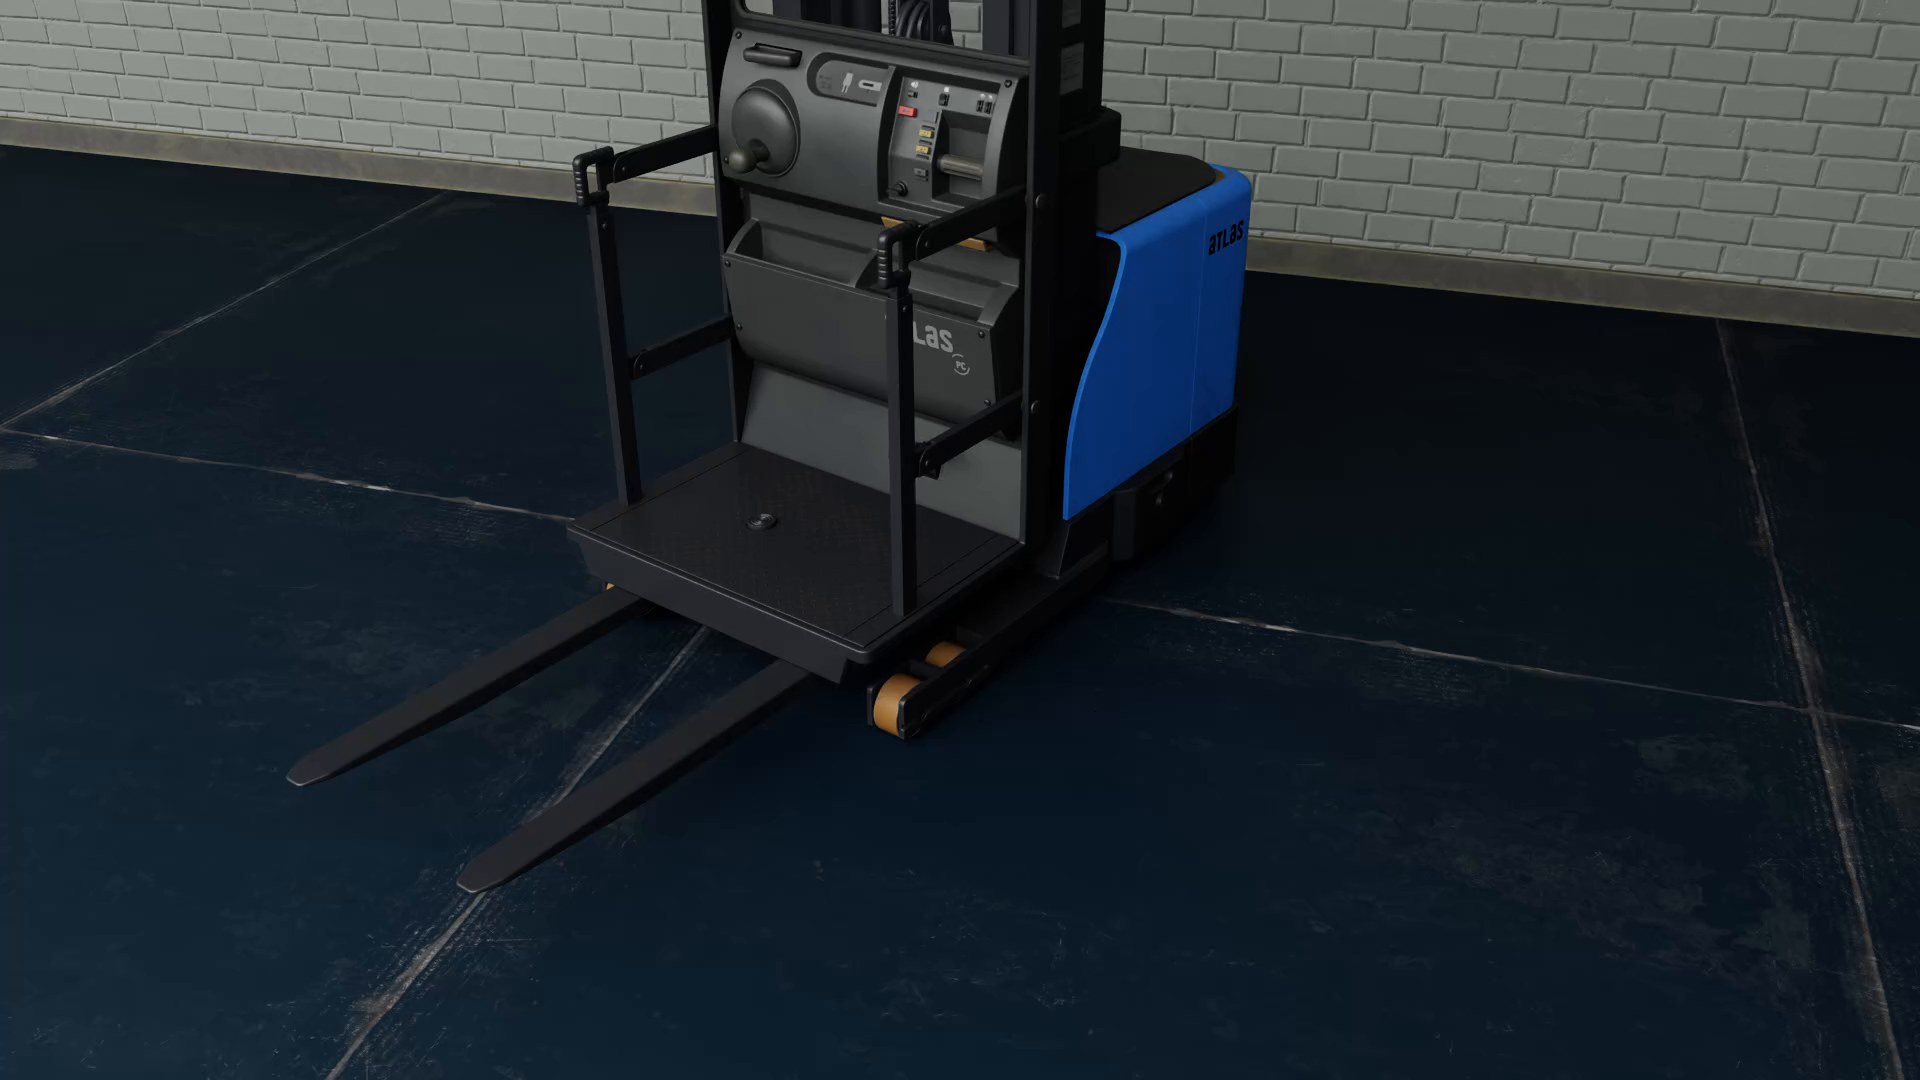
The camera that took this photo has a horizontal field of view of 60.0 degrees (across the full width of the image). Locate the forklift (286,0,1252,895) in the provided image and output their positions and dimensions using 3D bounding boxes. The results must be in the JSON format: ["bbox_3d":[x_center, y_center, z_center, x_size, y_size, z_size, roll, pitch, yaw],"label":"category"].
[{"bbox_3d":[-0.377,-1.035,4.096,1.130,2.935,3.031,20,35,31],"label":"forklift"}]
